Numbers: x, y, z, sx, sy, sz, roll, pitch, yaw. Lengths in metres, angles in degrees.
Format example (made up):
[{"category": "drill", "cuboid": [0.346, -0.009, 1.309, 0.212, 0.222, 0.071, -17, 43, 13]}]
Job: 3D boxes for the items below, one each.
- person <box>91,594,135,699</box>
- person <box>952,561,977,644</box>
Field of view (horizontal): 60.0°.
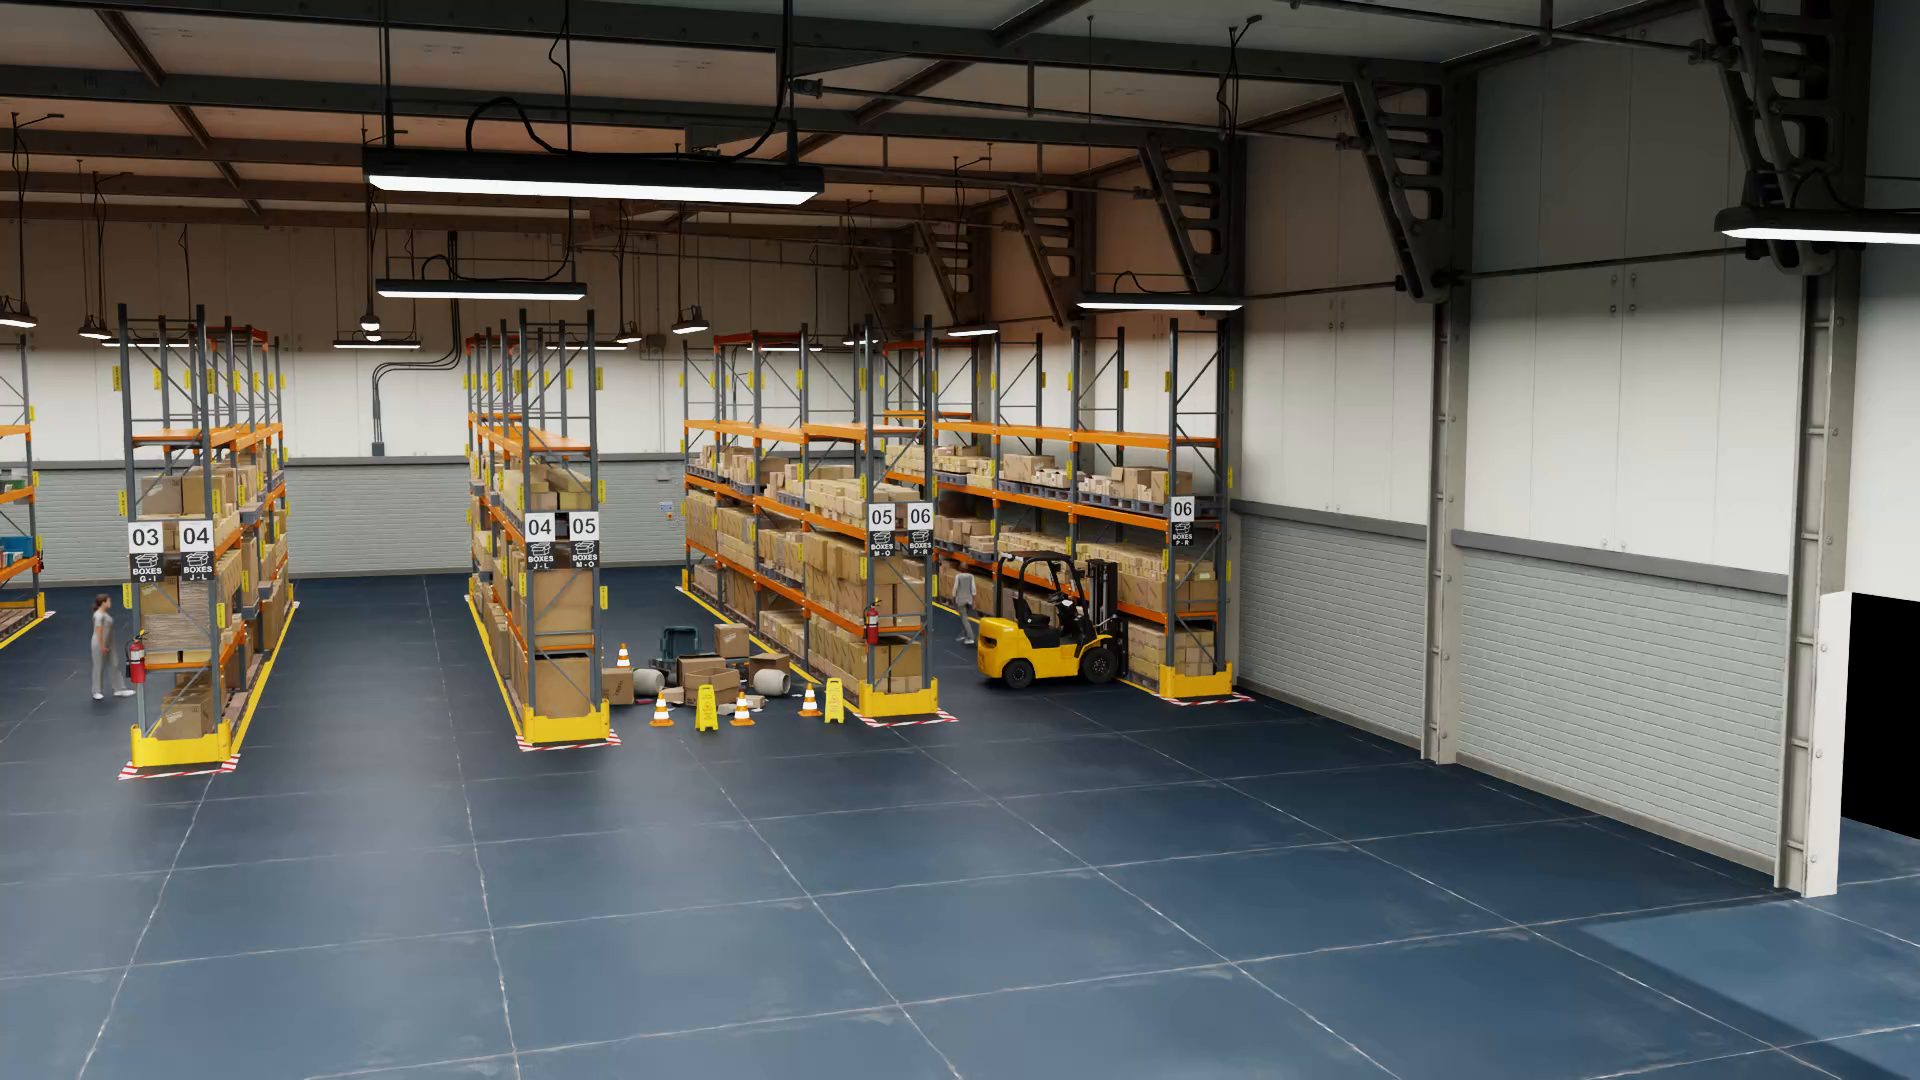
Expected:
[{"category": "person", "cuboid": [-13.515, 1.680, 26.378, 0.569, 1.665, 0.486, 0, 5, 4]}, {"category": "person", "cuboid": [0.056, 1.191, 31.789, 0.413, 1.579, 0.841, -3, 6, -30]}]
